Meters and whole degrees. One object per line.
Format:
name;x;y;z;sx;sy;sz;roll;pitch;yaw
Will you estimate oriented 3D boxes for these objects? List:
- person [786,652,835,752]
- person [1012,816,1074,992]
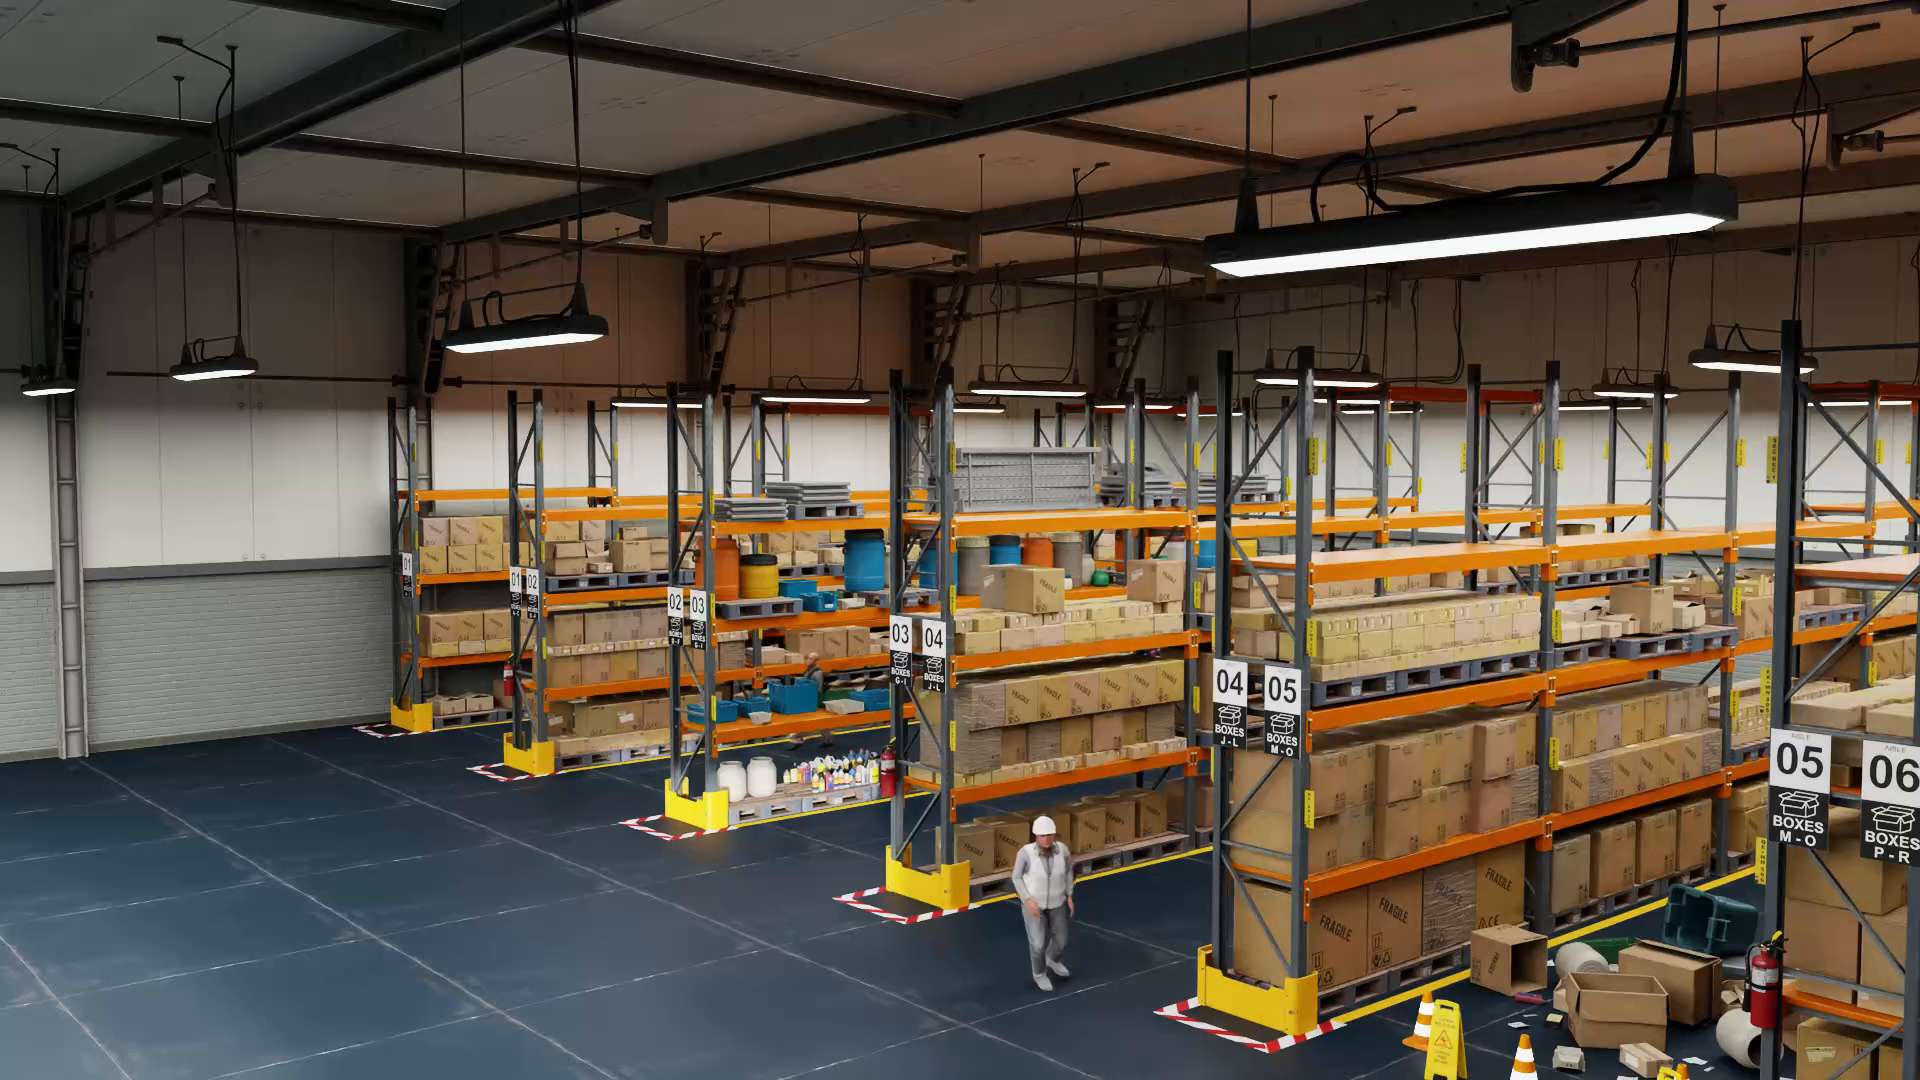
person;-2.425;2.689;27.589;0.833;1.693;0.715;-2;4;-34
person;0.780;3.402;15.709;0.639;1.701;0.791;-1;3;-12
